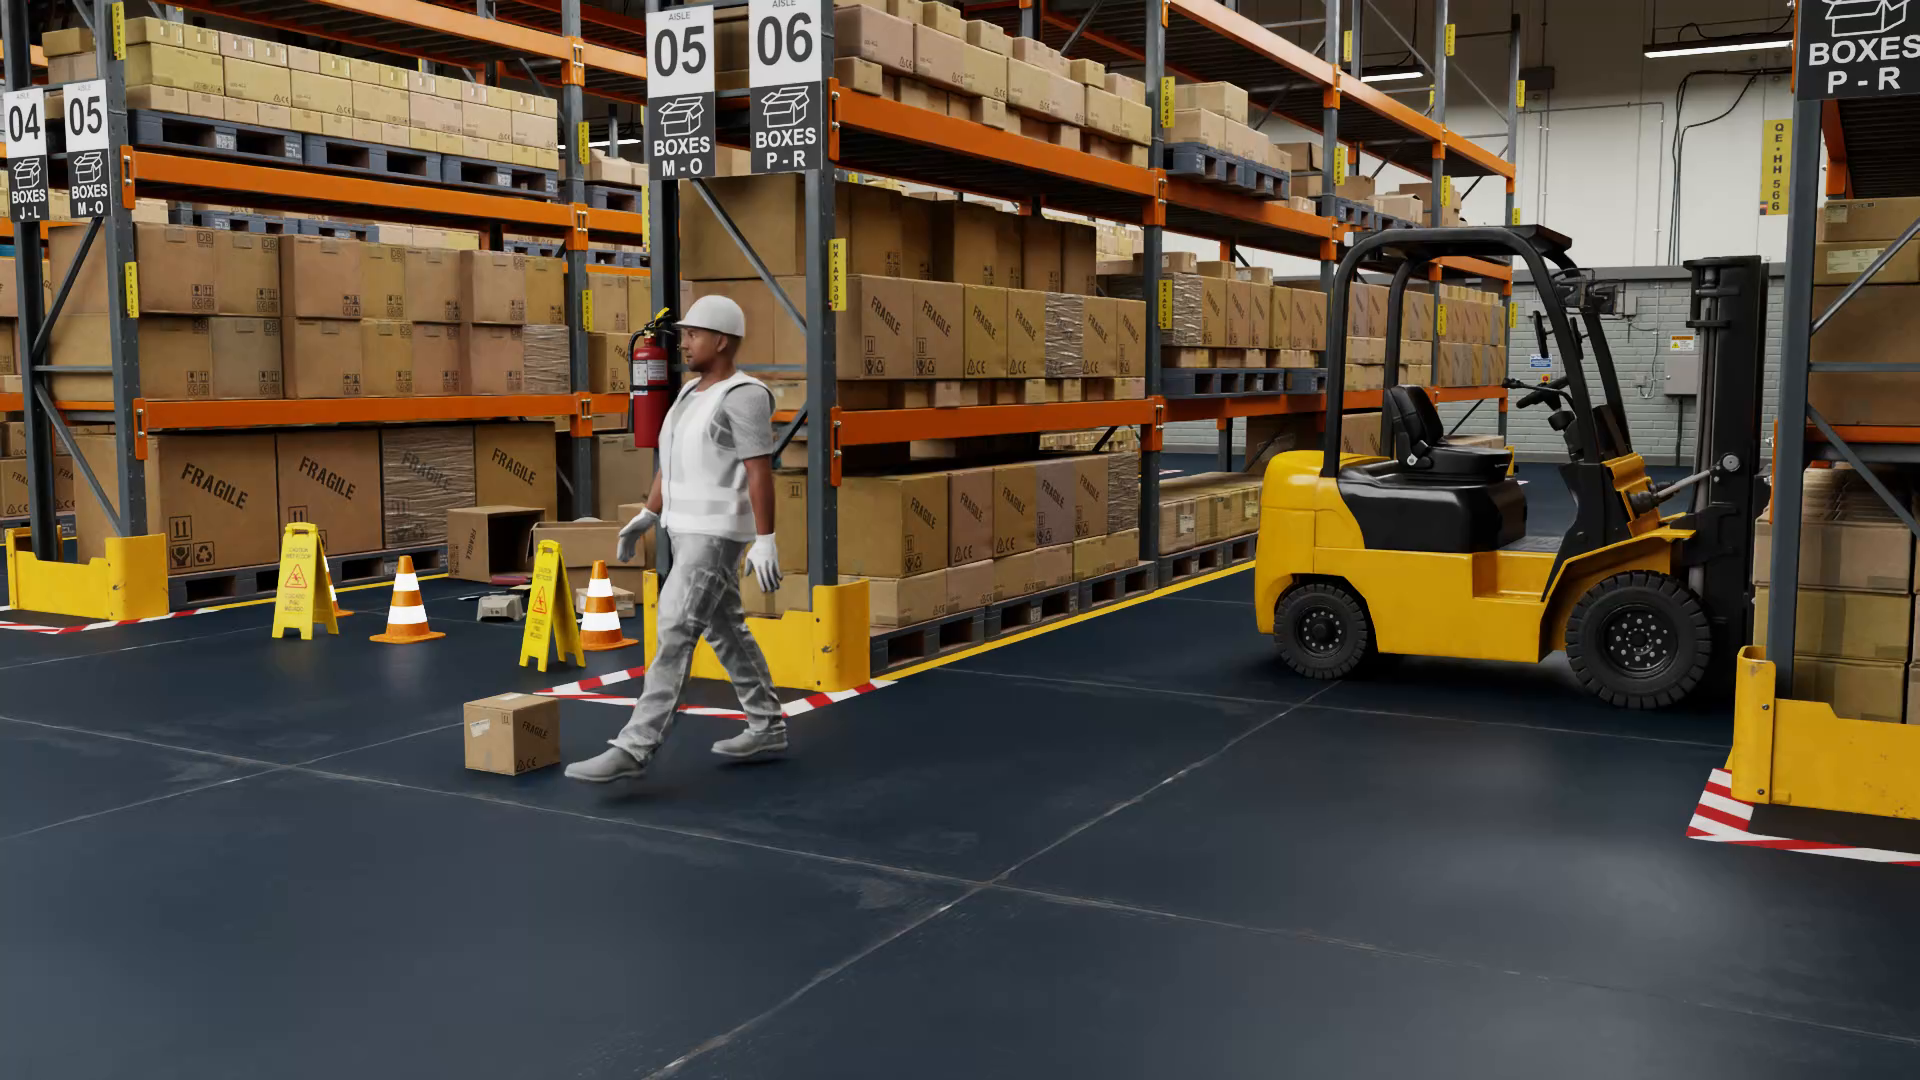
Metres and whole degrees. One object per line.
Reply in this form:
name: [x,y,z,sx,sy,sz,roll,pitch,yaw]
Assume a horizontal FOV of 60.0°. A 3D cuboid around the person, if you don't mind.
person: [-1.056,-0.022,6.079,0.946,1.736,0.573,-3,7,-29]
